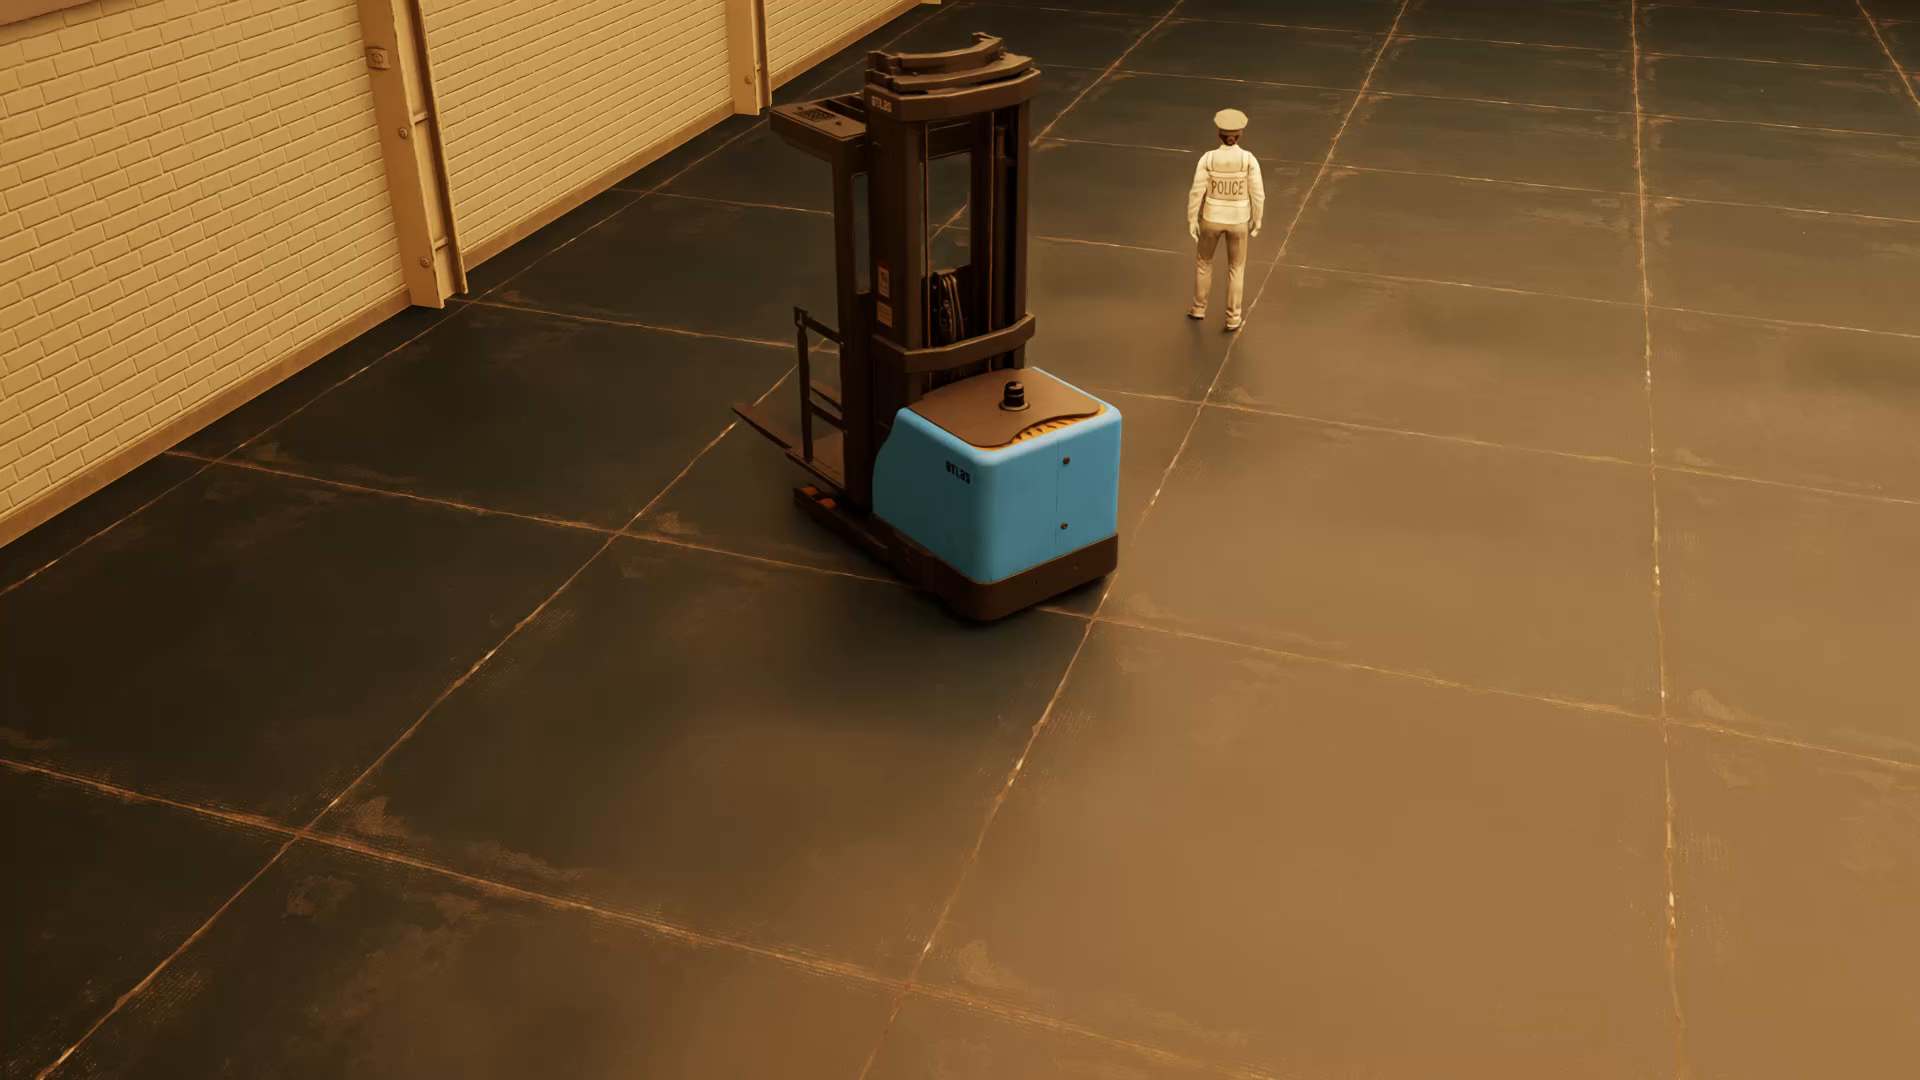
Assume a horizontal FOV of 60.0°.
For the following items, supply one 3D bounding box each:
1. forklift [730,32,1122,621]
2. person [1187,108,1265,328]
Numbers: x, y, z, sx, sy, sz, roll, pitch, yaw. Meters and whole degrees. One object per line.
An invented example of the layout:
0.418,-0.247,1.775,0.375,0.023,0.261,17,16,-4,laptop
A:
-0.377,-1.496,9.761,1.130,2.935,3.031,-21,36,-32,forklift
2.030,-2.450,12.743,0.567,1.717,0.463,5,30,9,person
